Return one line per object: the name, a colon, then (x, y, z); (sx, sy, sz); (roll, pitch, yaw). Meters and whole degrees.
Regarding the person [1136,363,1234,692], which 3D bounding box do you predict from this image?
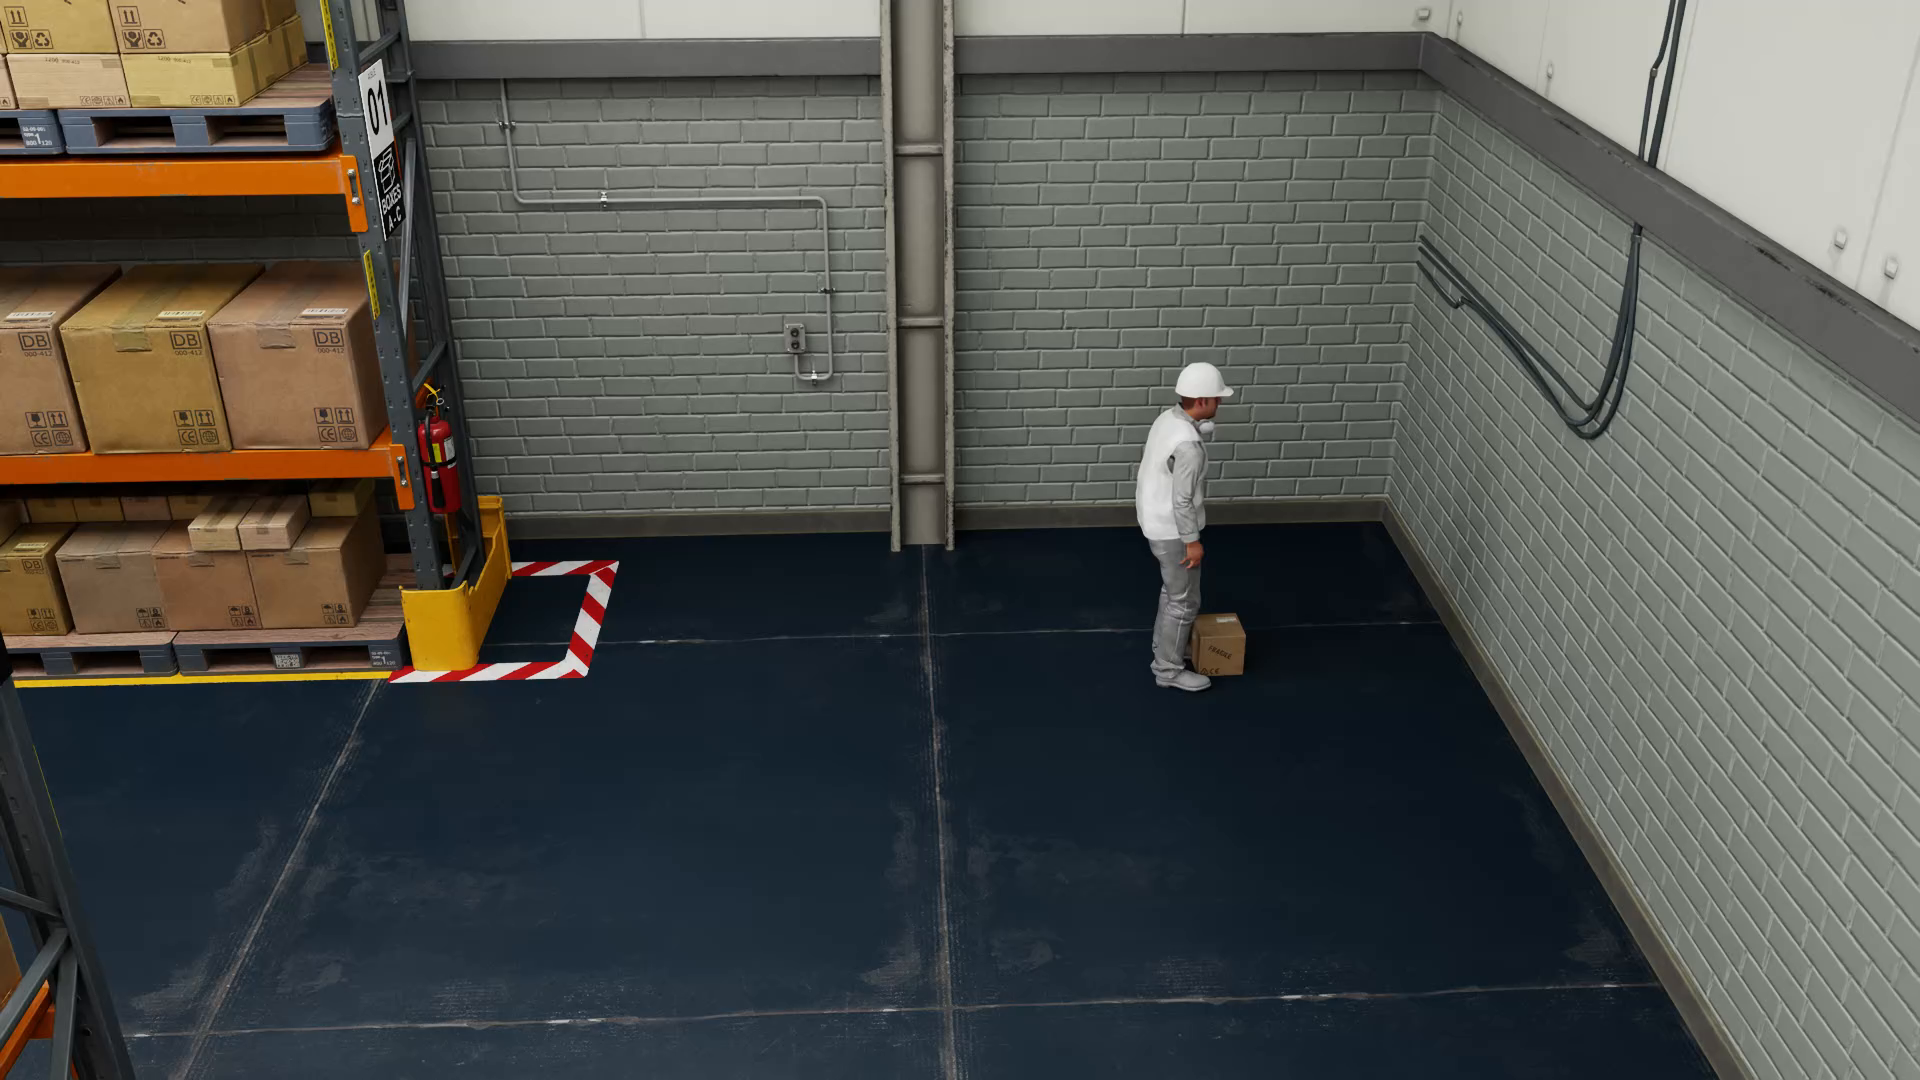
person: (1.158, -0.089, 8.765); (0.464, 1.768, 0.581); (-2, 27, -3)
